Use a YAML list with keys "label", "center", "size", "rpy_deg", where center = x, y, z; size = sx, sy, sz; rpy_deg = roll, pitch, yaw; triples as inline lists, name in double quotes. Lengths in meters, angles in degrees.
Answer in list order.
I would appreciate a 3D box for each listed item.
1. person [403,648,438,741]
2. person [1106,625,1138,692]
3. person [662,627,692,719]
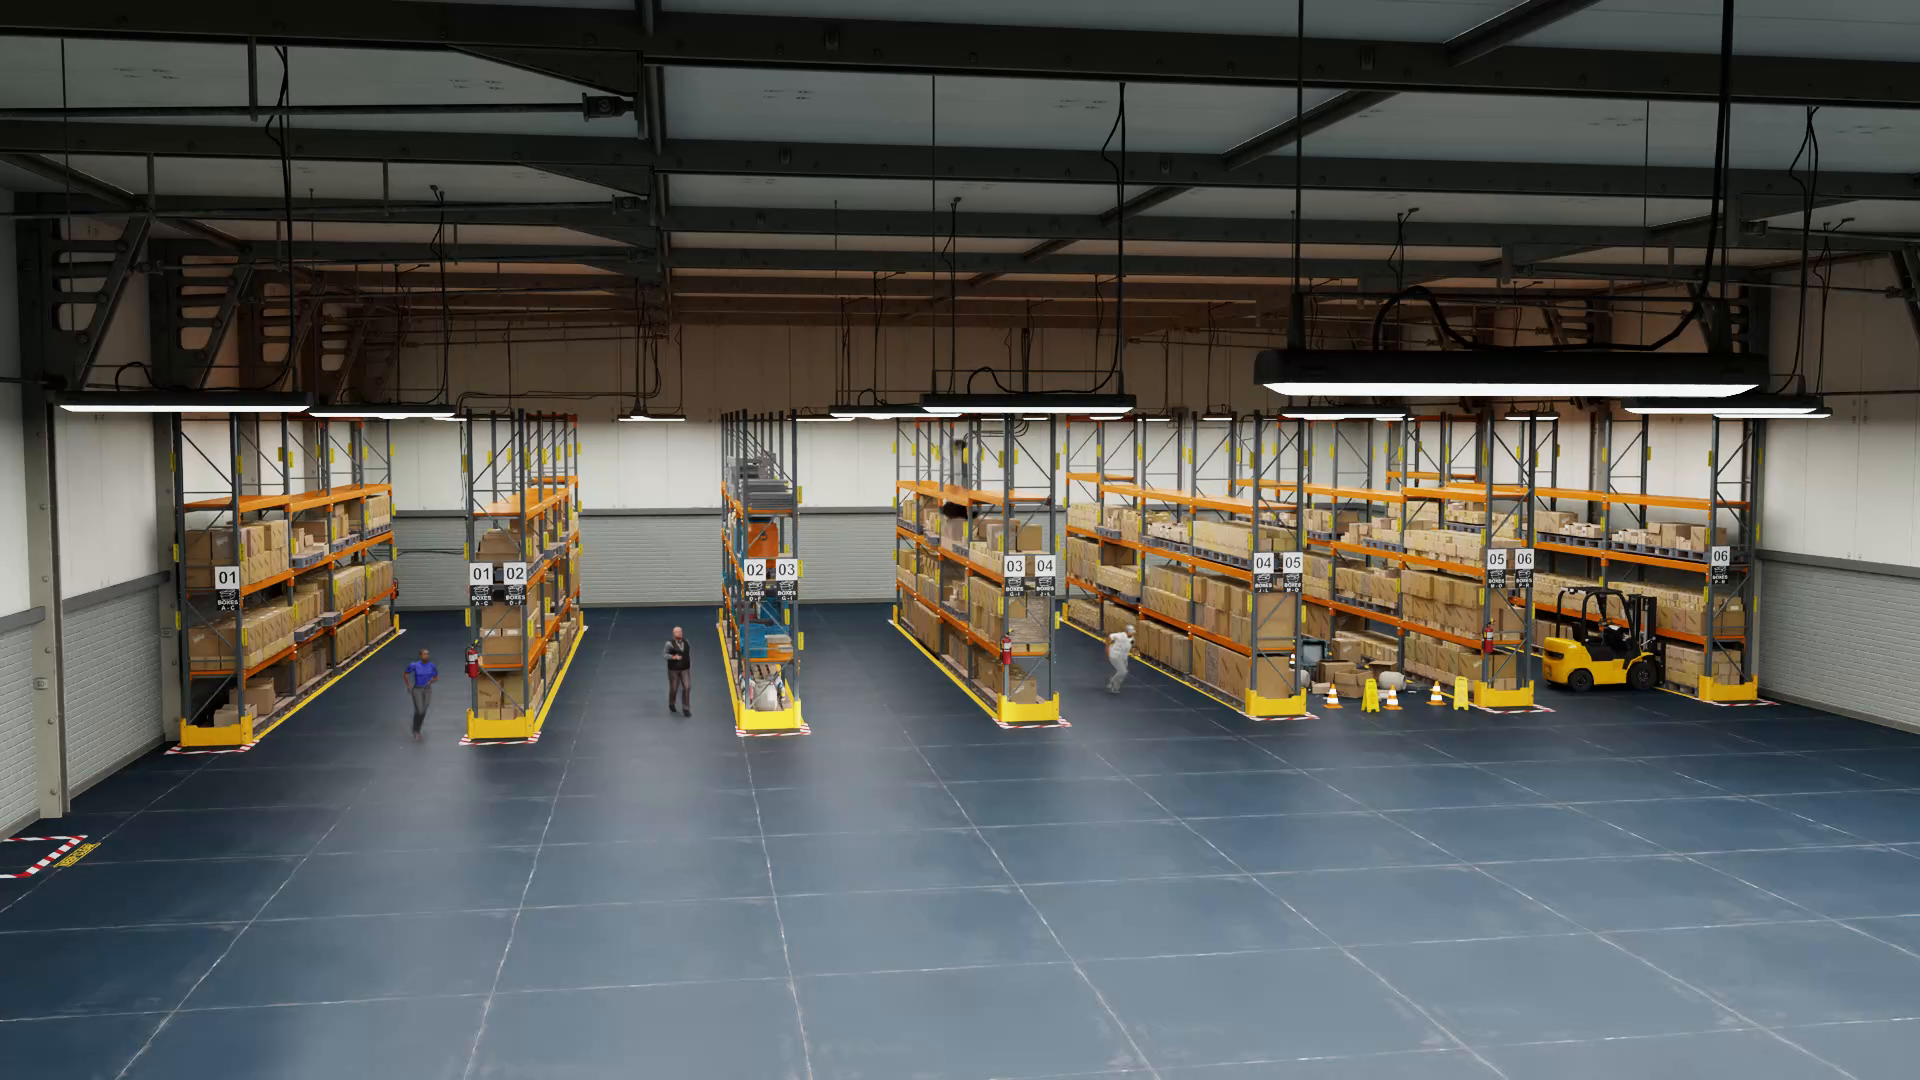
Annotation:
- label: "person"
  center: [-9.813, 2.822, 30.323]
  size: [0.572, 1.707, 0.693]
  rpy_deg: [-3, 5, -38]
- label: "person"
  center: [3.390, 2.521, 35.195]
  size: [0.637, 1.497, 0.842]
  rpy_deg: [-3, 5, -38]
- label: "person"
  center: [-5.538, 2.585, 32.601]
  size: [0.644, 1.769, 0.805]
  rpy_deg: [-2, 4, -25]
